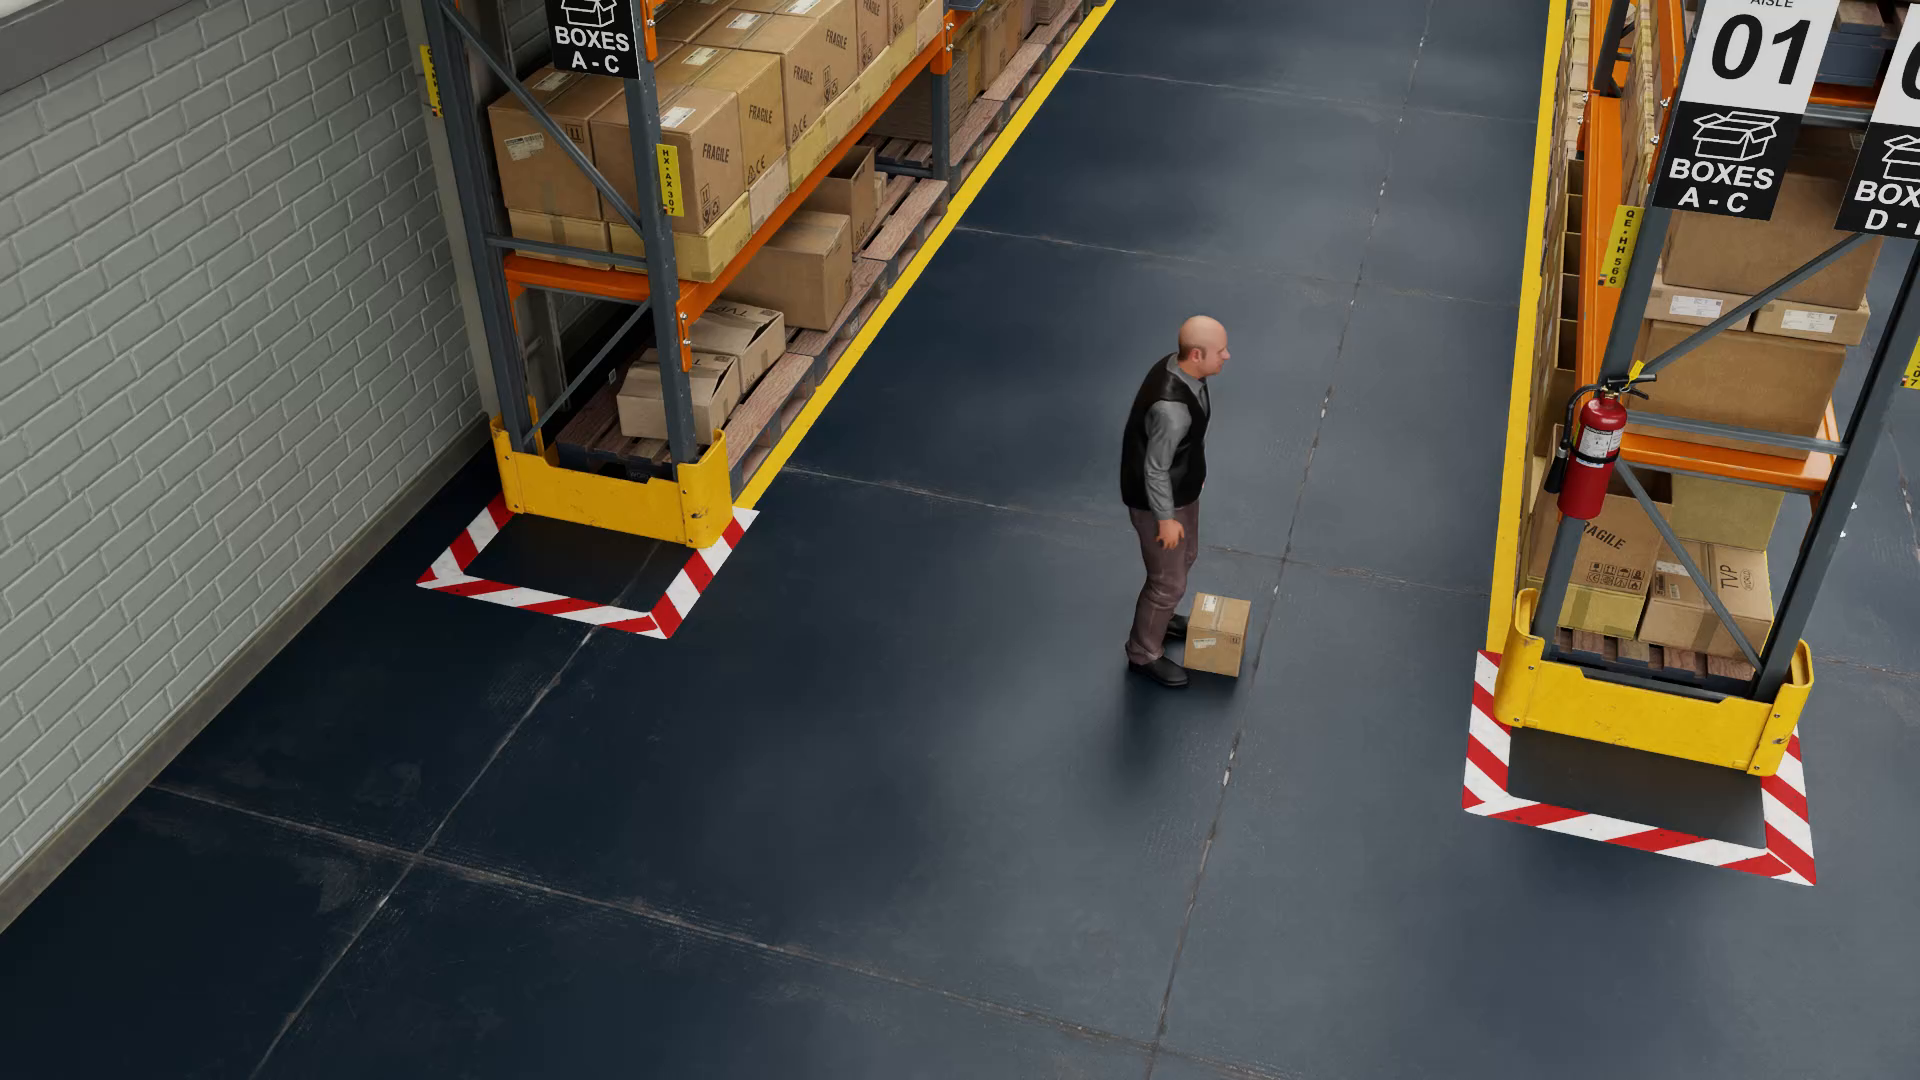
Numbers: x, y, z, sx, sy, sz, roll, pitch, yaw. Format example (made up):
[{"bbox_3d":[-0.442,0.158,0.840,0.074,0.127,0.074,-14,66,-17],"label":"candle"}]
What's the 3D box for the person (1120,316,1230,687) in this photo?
[{"bbox_3d":[0.898,-0.202,7.182,0.420,1.721,0.581,11,38,14],"label":"person"}]
